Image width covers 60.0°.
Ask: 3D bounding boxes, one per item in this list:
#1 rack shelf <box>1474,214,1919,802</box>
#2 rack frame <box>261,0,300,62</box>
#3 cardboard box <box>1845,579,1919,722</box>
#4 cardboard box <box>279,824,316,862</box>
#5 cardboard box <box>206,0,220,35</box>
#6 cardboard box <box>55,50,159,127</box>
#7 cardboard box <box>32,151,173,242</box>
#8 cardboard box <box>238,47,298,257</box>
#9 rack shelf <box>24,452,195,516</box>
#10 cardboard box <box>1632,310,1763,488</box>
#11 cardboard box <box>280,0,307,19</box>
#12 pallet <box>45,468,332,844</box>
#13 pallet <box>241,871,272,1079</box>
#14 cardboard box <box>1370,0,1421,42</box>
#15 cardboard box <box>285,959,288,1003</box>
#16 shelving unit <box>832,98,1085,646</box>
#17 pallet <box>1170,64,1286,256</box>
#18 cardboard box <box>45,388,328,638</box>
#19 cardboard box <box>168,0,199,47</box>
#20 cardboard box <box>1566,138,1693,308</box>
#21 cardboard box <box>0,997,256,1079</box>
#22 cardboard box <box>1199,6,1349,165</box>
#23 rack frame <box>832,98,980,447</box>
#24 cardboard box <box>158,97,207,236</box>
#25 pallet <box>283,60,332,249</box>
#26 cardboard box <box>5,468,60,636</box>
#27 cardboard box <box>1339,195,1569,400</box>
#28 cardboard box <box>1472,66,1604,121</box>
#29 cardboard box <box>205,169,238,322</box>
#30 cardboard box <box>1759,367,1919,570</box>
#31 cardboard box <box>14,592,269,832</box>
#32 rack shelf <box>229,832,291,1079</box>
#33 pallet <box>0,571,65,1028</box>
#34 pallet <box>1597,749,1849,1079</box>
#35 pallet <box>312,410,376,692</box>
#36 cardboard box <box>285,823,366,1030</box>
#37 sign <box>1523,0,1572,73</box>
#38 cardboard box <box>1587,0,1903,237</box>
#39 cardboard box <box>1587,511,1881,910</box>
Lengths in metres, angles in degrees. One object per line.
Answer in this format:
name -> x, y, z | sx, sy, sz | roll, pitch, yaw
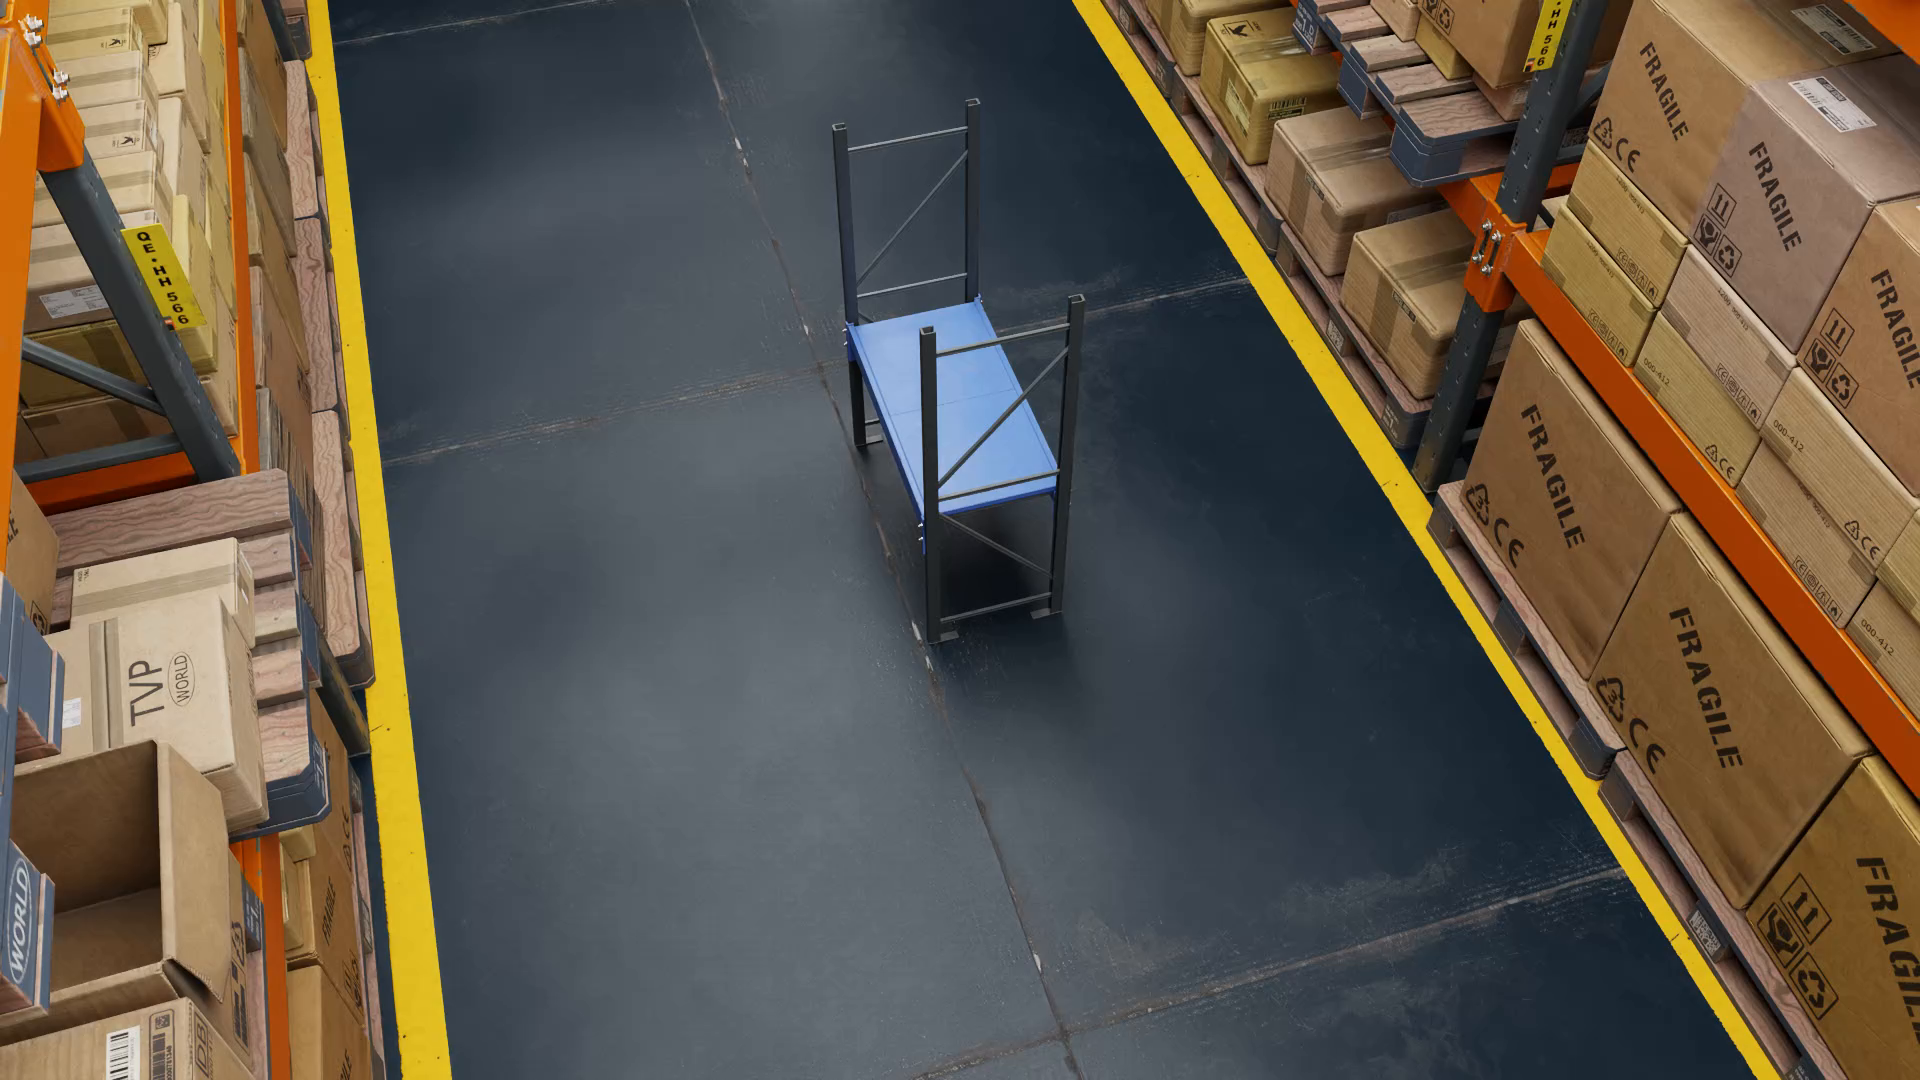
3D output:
rack shelf -> 2.840, 0.396, 4.424 | 1.077, 0.370, 4.000 | -13, 51, -11
rack frame -> -3.675, -3.093, 6.895 | 1.000, 3.000, 0.127 | -13, 51, -11
cardboard box -> 2.621, 0.282, 4.149 | 0.500, 0.250, 0.500 | -13, 51, -11
cardboard box -> -1.994, 0.786, 4.562 | 0.380, 0.149, 0.250 | -16, 52, -13
cardboard box -> -3.004, -2.000, 6.072 | 0.500, 0.250, 0.500 | -13, 51, -11
cardboard box -> -2.575, -1.277, 4.875 | 0.380, 0.149, 0.250 | -13, 51, -11
cardboard box -> -2.385, -0.907, 4.563 | 0.380, 0.149, 0.250 | -12, 51, -10
cardboard box -> -3.288, -1.516, 6.844 | 0.875, 0.625, 0.625 | -14, 51, -11
rack shelf -> -3.083, -1.463, 5.864 | 0.919, 0.124, 3.809 | -13, 51, -11
cardboard box -> 2.322, -0.463, 4.776 | 0.500, 0.250, 0.500 | -15, 51, -12
cardboard box -> -3.502, -2.770, 8.147 | 0.500, 0.250, 0.500 | -13, 51, -11
pallet -> -2.224, 0.370, 4.102 | 1.213, 0.211, 1.003 | -13, 51, -11
pallet -> -1.912, 1.310, 3.309 | 1.003, 0.211, 1.213 | -13, 51, -11
cardboard box -> 1.661, -1.890, 5.771 | 0.380, 0.149, 0.250 | -14, 51, -11
cardboard box -> -1.923, 1.191, 4.220 | 0.380, 0.149, 0.250 | -12, 51, -10
shelving unit -> -0.025, -0.546, 5.729 | 0.538, 1.500, 1.048 | -13, 51, -11
pallet -> 1.662, -1.858, 7.678 | 1.003, 0.211, 1.213 | -13, 51, -11
cardboard box -> -2.663, 0.000, 5.566 | 0.875, 0.625, 0.625 | -12, 51, -10
cardboard box -> -2.850, -1.783, 5.562 | 0.500, 0.250, 0.500 | -13, 51, -10
cardboard box -> 2.162, -0.983, 4.888 | 0.500, 0.250, 0.500 | -14, 51, -11
cardboard box -> -1.624, 1.227, 2.913 | 0.700, 0.500, 0.500 | -14, 51, -11
cardboard box -> 1.646, -2.092, 7.496 | 0.950, 0.372, 0.625 | -12, 51, -10
rack frame -> -0.176, -0.917, 6.042 | 0.500, 1.500, 0.032 | -13, 51, -11
cardboard box -> -2.537, -1.029, 4.927 | 0.500, 0.250, 0.500 | -12, 51, -10
pallet -> -3.420, -1.665, 7.515 | 1.003, 0.211, 1.213 | -13, 51, -11
cardboard box -> -2.489, 0.072, 3.887 | 0.500, 0.500, 0.500 | -11, 51, -9
cardboard box -> 2.091, -1.000, 6.575 | 0.950, 0.372, 0.625 | -16, 52, -13
cardboard box -> 1.927, -1.537, 5.473 | 0.380, 0.149, 0.250 | -12, 51, -10
cardboard box -> -2.534, -0.871, 5.120 | 0.500, 0.250, 0.500 | -14, 51, -12
cardboard box -> 2.450, -0.239, 4.260 | 0.500, 0.250, 0.500 | -13, 51, -11
cardboard box -> -1.871, 0.439, 3.741 | 0.500, 0.250, 0.500 | -15, 52, -13
rack shelf -> -1.901, 1.521, 3.476 | 1.077, 0.370, 4.000 | -13, 51, -11
pallet -> -1.745, 0.595, 1.947 | 1.213, 0.211, 1.003 | -13, 51, -11
pallet -> 2.767, 1.085, 5.197 | 1.003, 0.211, 1.213 | -13, 51, -11
pallet -> -2.698, 0.117, 6.013 | 1.003, 0.211, 1.213 | -13, 51, -11
cardboard box -> -2.024, 1.127, 4.698 | 0.500, 0.500, 0.500 | -14, 51, -12
sign -> 1.733, -1.514, 4.859 | 0.100, 0.325, 0.005 | -13, 51, -11
cardboard box -> 2.161, -1.235, 4.610 | 0.500, 0.500, 0.500 | -15, 51, -12
cardboard box -> 2.633, 0.429, 5.042 | 0.875, 0.875, 0.875 | -13, 51, -11
